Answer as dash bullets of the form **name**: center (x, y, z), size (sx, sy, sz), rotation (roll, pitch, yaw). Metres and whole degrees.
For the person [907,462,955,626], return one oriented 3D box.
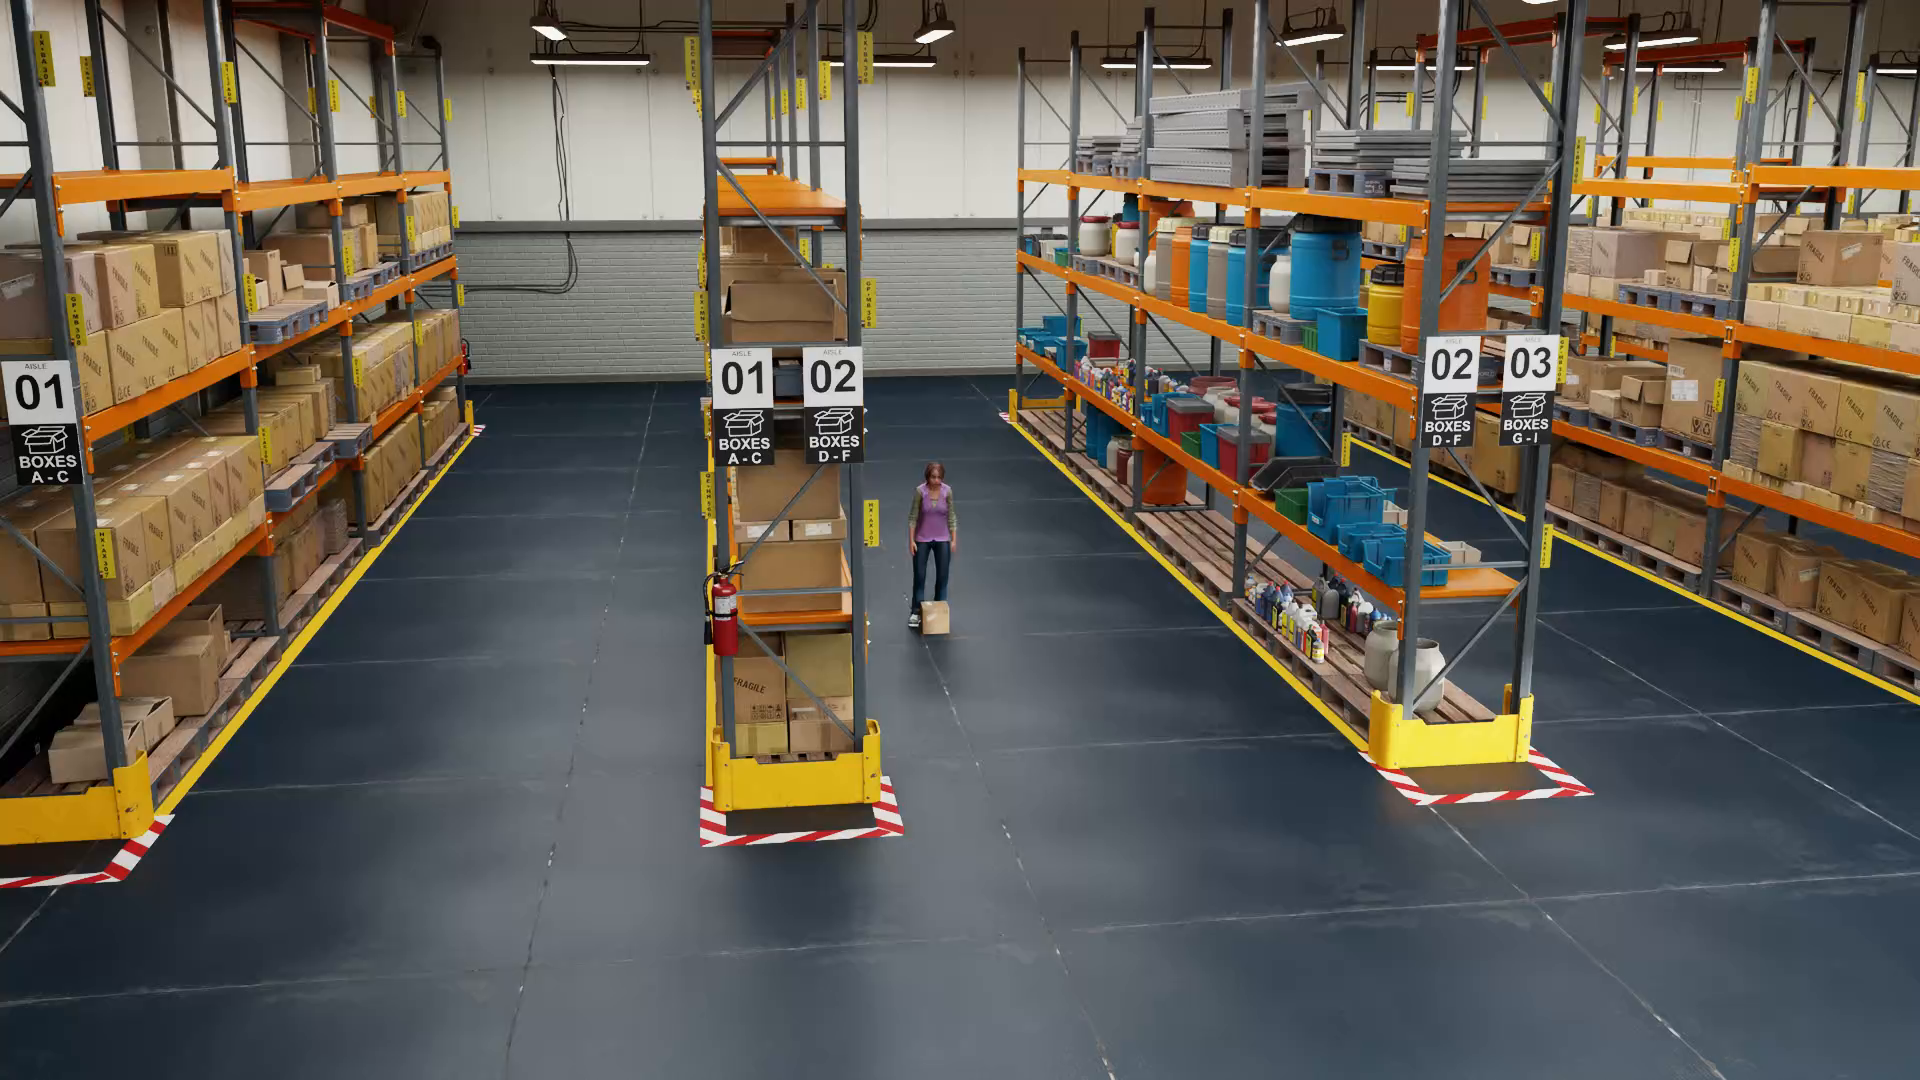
- **person**: center (-0.274, 0.030, 15.886), size (0.464, 1.592, 0.346), rotation (-1, 13, -5)
